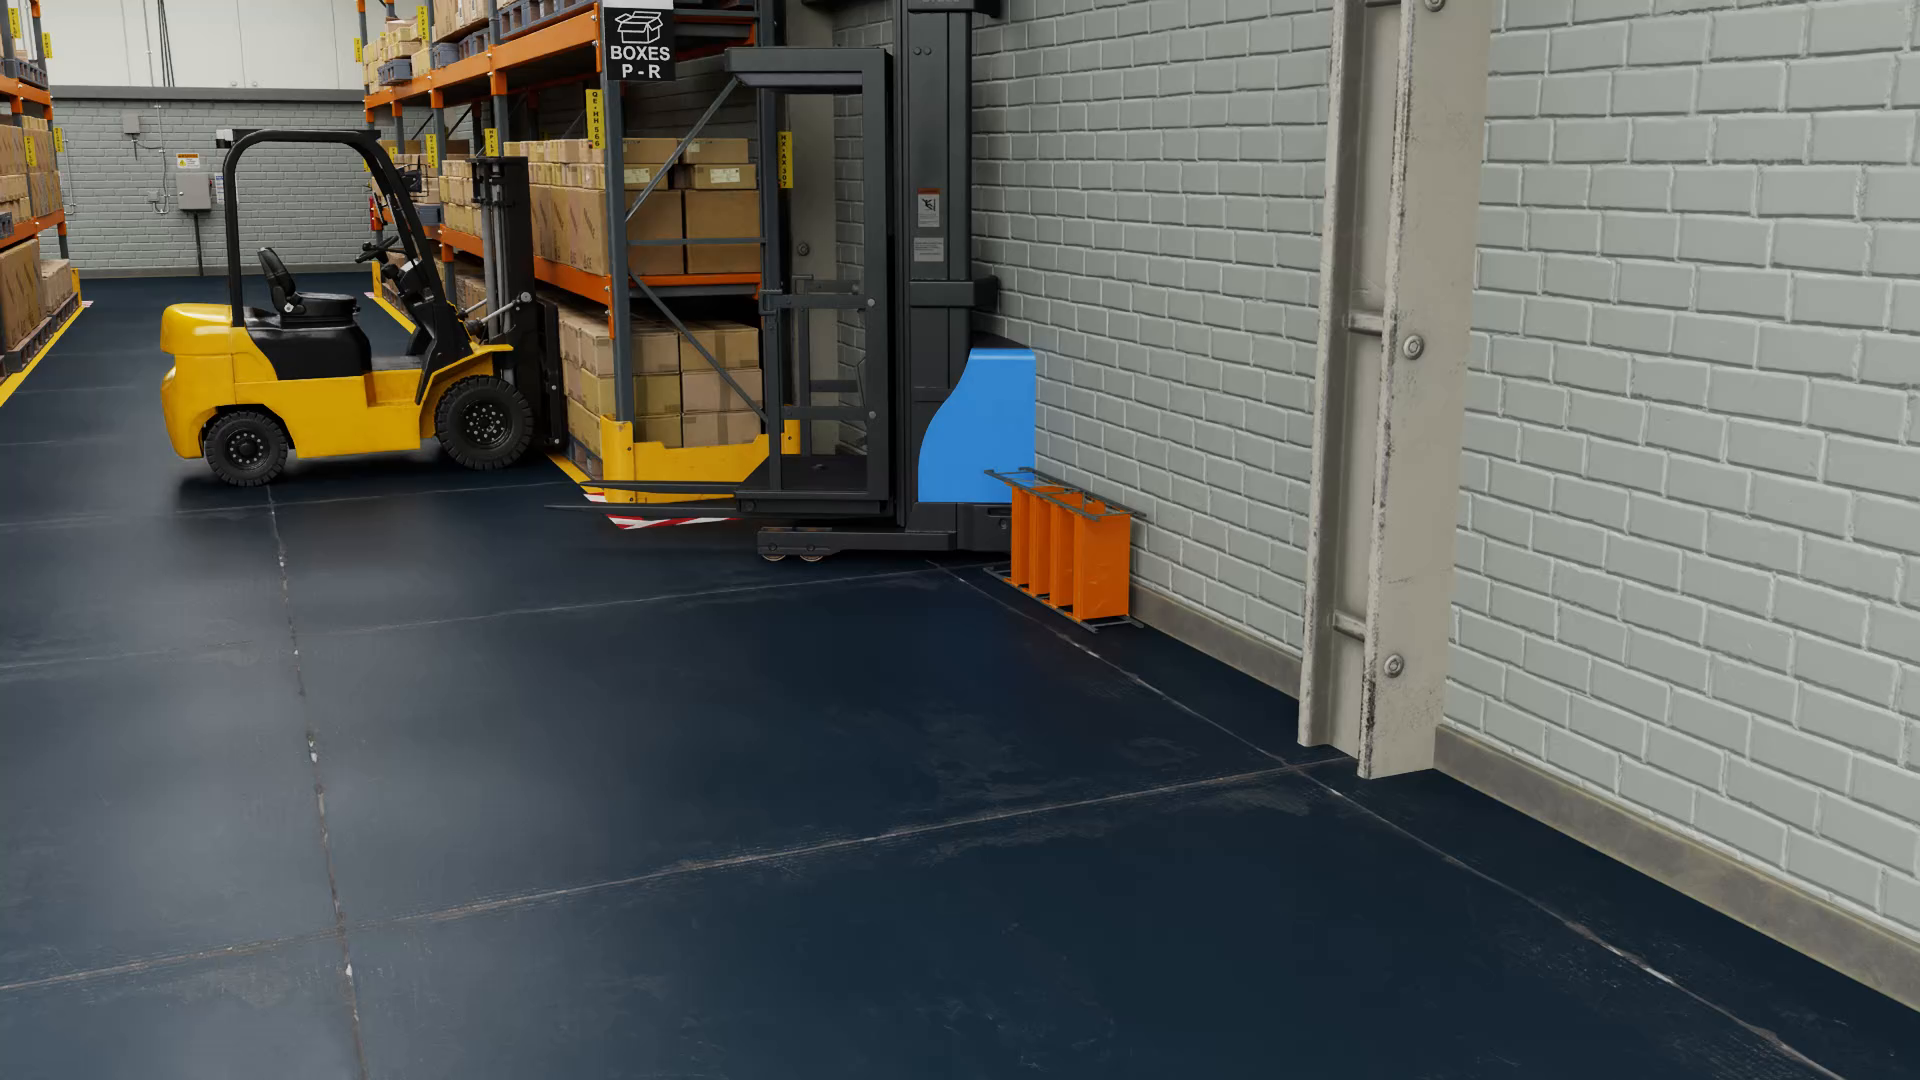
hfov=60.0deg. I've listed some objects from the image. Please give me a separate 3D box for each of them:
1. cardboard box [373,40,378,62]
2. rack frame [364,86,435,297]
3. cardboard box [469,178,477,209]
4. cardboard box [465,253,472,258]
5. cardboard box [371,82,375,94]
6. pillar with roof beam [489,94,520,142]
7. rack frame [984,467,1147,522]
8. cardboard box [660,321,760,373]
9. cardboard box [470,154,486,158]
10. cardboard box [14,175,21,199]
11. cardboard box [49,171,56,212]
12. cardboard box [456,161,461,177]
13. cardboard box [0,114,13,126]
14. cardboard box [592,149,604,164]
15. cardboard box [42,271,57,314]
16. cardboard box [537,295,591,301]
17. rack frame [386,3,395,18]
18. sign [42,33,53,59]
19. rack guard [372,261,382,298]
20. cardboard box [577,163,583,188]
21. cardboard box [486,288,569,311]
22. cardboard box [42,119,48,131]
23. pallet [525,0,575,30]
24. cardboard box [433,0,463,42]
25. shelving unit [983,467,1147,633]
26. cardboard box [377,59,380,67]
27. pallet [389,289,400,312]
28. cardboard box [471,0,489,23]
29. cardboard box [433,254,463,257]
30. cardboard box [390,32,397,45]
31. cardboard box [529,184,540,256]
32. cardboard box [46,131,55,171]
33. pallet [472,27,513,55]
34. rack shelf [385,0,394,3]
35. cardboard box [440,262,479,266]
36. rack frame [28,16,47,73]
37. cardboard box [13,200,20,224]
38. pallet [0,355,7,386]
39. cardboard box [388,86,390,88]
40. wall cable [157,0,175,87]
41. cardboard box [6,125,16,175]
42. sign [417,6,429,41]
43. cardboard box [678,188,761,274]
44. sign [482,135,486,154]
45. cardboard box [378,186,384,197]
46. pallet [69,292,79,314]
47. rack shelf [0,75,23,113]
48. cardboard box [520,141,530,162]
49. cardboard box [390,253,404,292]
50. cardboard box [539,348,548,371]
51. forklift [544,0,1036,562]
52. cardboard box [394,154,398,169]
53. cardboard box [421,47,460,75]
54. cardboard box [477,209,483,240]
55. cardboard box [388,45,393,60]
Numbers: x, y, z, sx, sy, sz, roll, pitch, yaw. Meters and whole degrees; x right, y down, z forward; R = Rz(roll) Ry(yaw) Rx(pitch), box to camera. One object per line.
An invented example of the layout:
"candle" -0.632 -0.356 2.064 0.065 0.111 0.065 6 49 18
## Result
"cardboard box" -7.400 -6.397 21.770 0.500 0.250 0.500 -5 14 -21
"rack frame" -7.962 -5.048 24.030 1.000 3.000 0.127 -6 14 -23
"cardboard box" -3.998 -3.030 14.533 0.500 0.250 0.500 -5 14 -22
"cardboard box" -5.732 -3.372 19.959 0.380 0.149 0.250 -5 14 -22
"cardboard box" -7.714 -6.080 22.392 0.380 0.149 0.250 -6 14 -23
"pillar with roof beam" -9.757 -6.981 19.077 9.100 9.000 0.400 -6 14 -23
"rack frame" 0.455 -0.218 7.584 0.240 0.015 1.200 -5 14 -22
"cardboard box" -1.571 -1.211 10.401 0.500 0.250 0.500 -6 14 -24
"cardboard box" -4.820 -3.769 17.351 0.500 0.500 0.500 -5 14 -20
"cardboard box" -10.086 -3.665 17.278 0.500 0.250 0.500 -5 14 -22
"cardboard box" -11.670 -4.362 20.842 0.500 0.500 0.500 -5 14 -21
"cardboard box" -4.548 -3.509 15.720 0.380 0.149 0.250 -5 14 -22
"cardboard box" -10.794 -4.713 18.705 0.380 0.149 0.250 -6 14 -24
"cardboard box" -2.016 -2.356 10.075 0.380 0.149 0.250 -6 14 -23
"cardboard box" -11.059 -2.869 19.363 0.875 0.438 0.875 -6 14 -24
"cardboard box" -3.053 -1.687 12.454 0.500 0.250 0.500 -6 14 -23
"rack frame" -6.359 -7.145 19.783 1.000 3.000 0.127 -6 14 -23
"sign" -12.005 -6.500 21.860 0.100 0.325 0.005 -6 14 -23
"rack guard" -7.931 -3.815 24.244 1.175 0.500 0.348 -6 14 -23
"cardboard box" -2.214 -2.315 10.561 0.380 0.149 0.250 -6 14 -23
"cardboard box" -3.678 -1.885 14.696 0.875 0.625 0.625 -6 14 -24
"cardboard box" -11.877 -5.299 21.236 0.380 0.149 0.250 -6 14 -24
"pallet" -2.304 -3.562 11.151 1.003 0.211 1.213 -6 14 -23
"cardboard box" -4.690 -4.987 15.739 0.500 0.500 0.500 -5 14 -22
"shelving unit" 0.455 0.020 7.639 0.258 0.503 1.200 -5 14 -22
"cardboard box" -7.194 -6.046 21.360 0.500 0.250 0.500 -5 14 -22
"pallet" -7.126 -3.258 22.478 1.003 0.211 1.213 -6 14 -23
"cardboard box" -3.668 -4.368 13.483 0.500 0.311 0.500 -6 14 -25
"cardboard box" -6.042 -3.269 19.516 0.380 0.149 0.250 -6 14 -24
"cardboard box" -6.279 -5.702 18.947 0.380 0.149 0.250 -6 14 -24
"cardboard box" -2.788 -2.292 11.899 0.500 0.500 0.500 -6 14 -24
"cardboard box" -11.861 -4.952 21.173 0.500 0.500 0.500 -6 14 -23
"pallet" -3.520 -4.118 13.784 0.805 0.209 1.217 -6 14 -25
"rack shelf" -5.558 -6.186 18.124 1.077 0.370 4.000 -6 14 -23
"cardboard box" -5.454 -2.948 18.130 0.380 0.149 0.250 -5 14 -21
"rack frame" -12.508 -7.522 21.414 1.000 3.000 0.127 -6 14 -23
"cardboard box" -10.108 -3.419 17.321 0.500 0.250 0.500 -6 14 -24
"pallet" -8.992 -1.426 14.565 1.003 0.211 1.213 -6 14 -23
"cardboard box" -6.869 -5.660 20.575 0.380 0.149 0.250 -6 14 -23
"wall cable" -11.787 -9.001 27.722 2.988 3.039 0.133 -6 14 -23
"cardboard box" -10.098 -4.026 17.175 0.500 0.500 0.500 -5 14 -21
"sign" -5.255 -5.060 16.283 0.100 0.325 0.005 -6 14 -23
"cardboard box" -1.496 -1.919 10.287 0.500 0.500 0.500 -5 14 -21
"sign" -5.852 -4.837 20.549 0.100 0.325 0.005 -6 14 -23
"cardboard box" -7.618 -4.794 22.602 0.500 0.250 0.500 -6 14 -24
"pallet" -12.116 -3.083 21.721 1.003 0.211 1.213 -6 14 -23
"rack shelf" -10.105 -4.471 16.477 1.077 0.370 4.000 -6 14 -23
"cardboard box" -2.992 -2.826 12.108 0.380 0.149 0.250 -5 14 -22
"cardboard box" -7.376 -3.602 22.393 0.500 0.500 0.500 -5 14 -22
"cardboard box" -2.648 -1.237 11.619 0.500 0.250 0.500 -6 14 -23
"forklift" -0.628 -1.437 8.579 3.031 2.935 1.130 1 13 4
"cardboard box" -6.370 -4.355 19.882 0.700 0.500 0.500 -5 14 -22
"cardboard box" -5.185 -4.868 16.931 0.500 0.250 0.500 -6 14 -25
"cardboard box" -3.803 -2.680 14.130 0.500 0.250 0.500 -6 14 -23
"cardboard box" -6.318 -5.557 18.978 0.380 0.149 0.250 -5 14 -22
